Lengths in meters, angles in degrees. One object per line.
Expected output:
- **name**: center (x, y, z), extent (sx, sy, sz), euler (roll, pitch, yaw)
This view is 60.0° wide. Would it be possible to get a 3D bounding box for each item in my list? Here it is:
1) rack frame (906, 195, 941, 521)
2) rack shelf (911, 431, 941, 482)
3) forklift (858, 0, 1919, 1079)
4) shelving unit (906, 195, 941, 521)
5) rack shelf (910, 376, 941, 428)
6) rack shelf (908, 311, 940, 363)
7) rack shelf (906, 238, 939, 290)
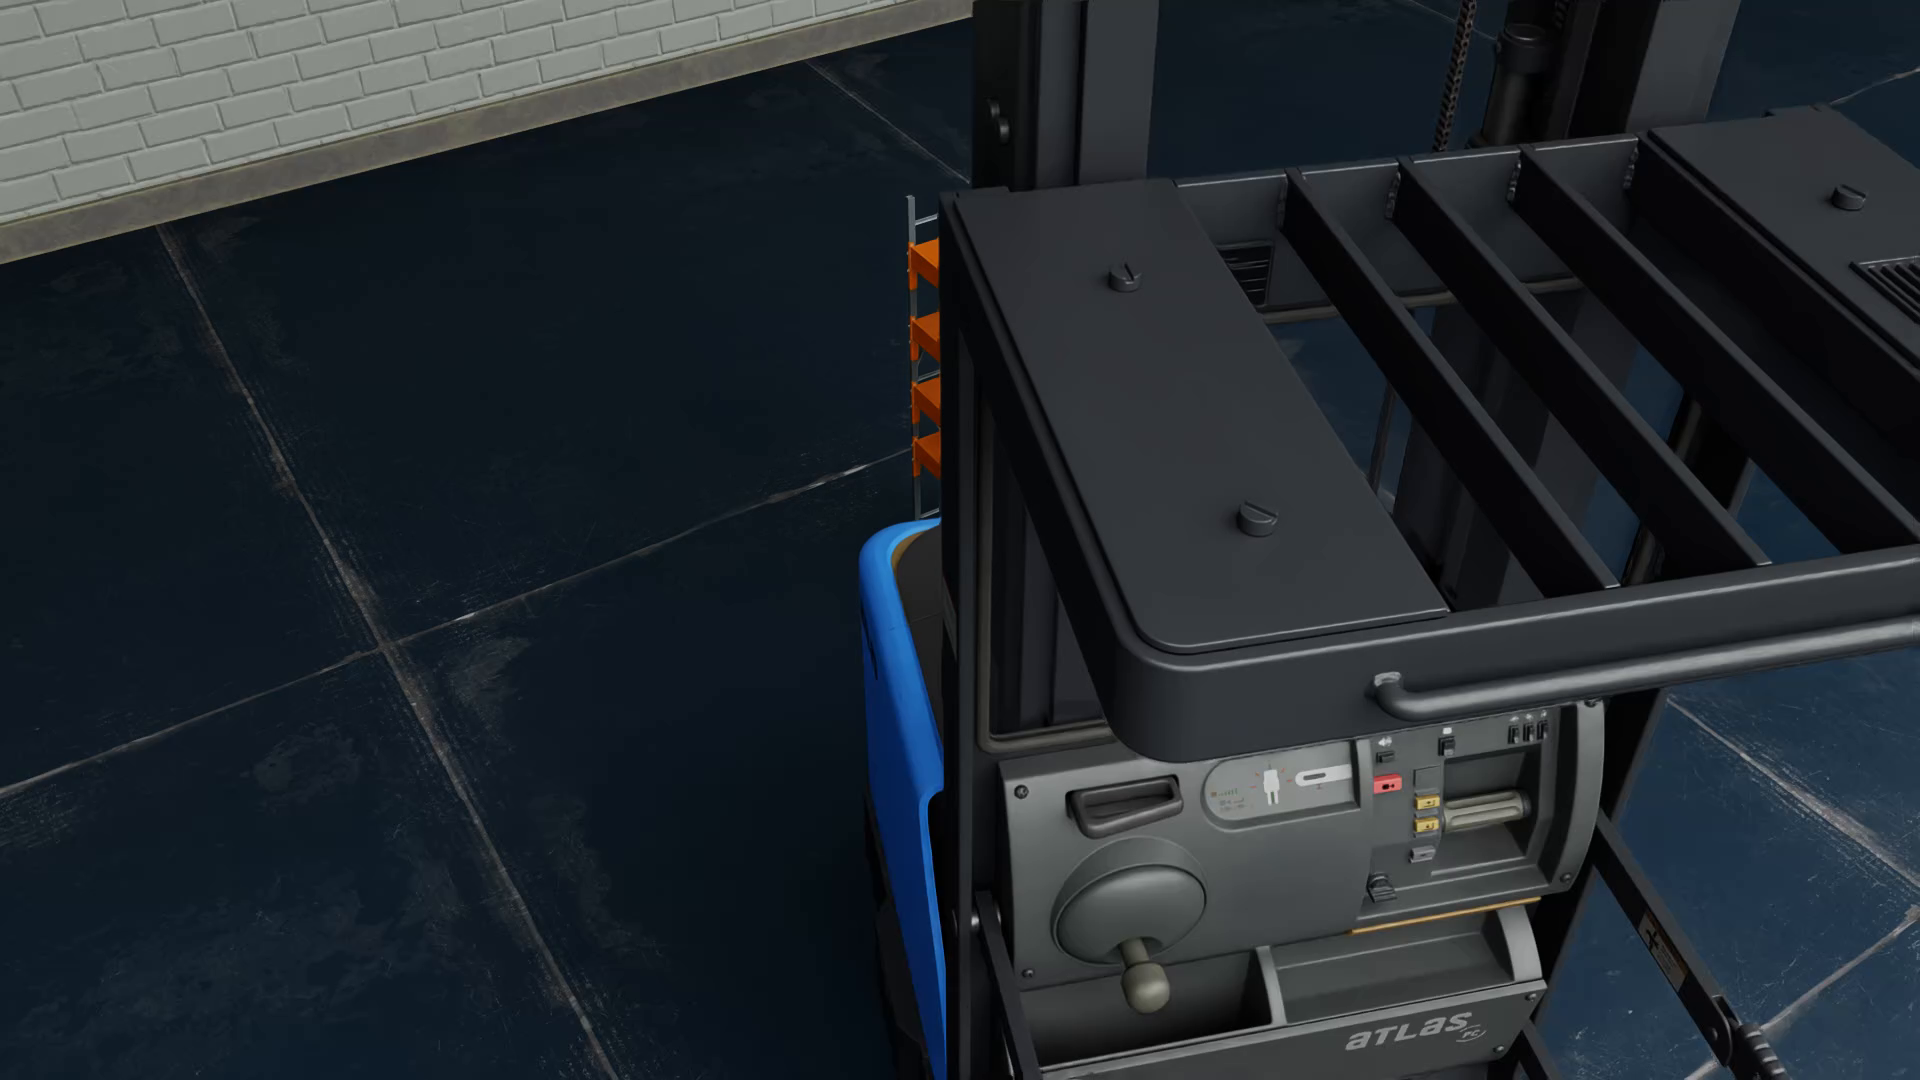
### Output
- **rack frame**: center (-0.042, -0.503, 4.917), extent (0.240, 1.200, 0.015), euler (-22, 45, -24)
- **rack shelf**: center (0.089, -0.167, 4.929), extent (0.258, 0.148, 0.480), euler (-22, 45, -24)
- **forklift**: center (0.569, 0.529, 2.326), extent (1.130, 2.935, 3.031), euler (-8, 40, -9)
- **shelving unit**: center (0.089, -0.372, 4.759), extent (0.258, 1.200, 0.503), euler (-22, 45, -24)
- **rack shelf**: center (0.089, -0.320, 4.802), extent (0.258, 0.148, 0.480), euler (-22, 45, -24)
- **rack shelf**: center (0.089, -0.492, 4.659), extent (0.258, 0.148, 0.480), euler (-22, 45, -24)
- **rack shelf**: center (0.089, -0.673, 4.507), extent (0.258, 0.148, 0.480), euler (-22, 45, -24)
